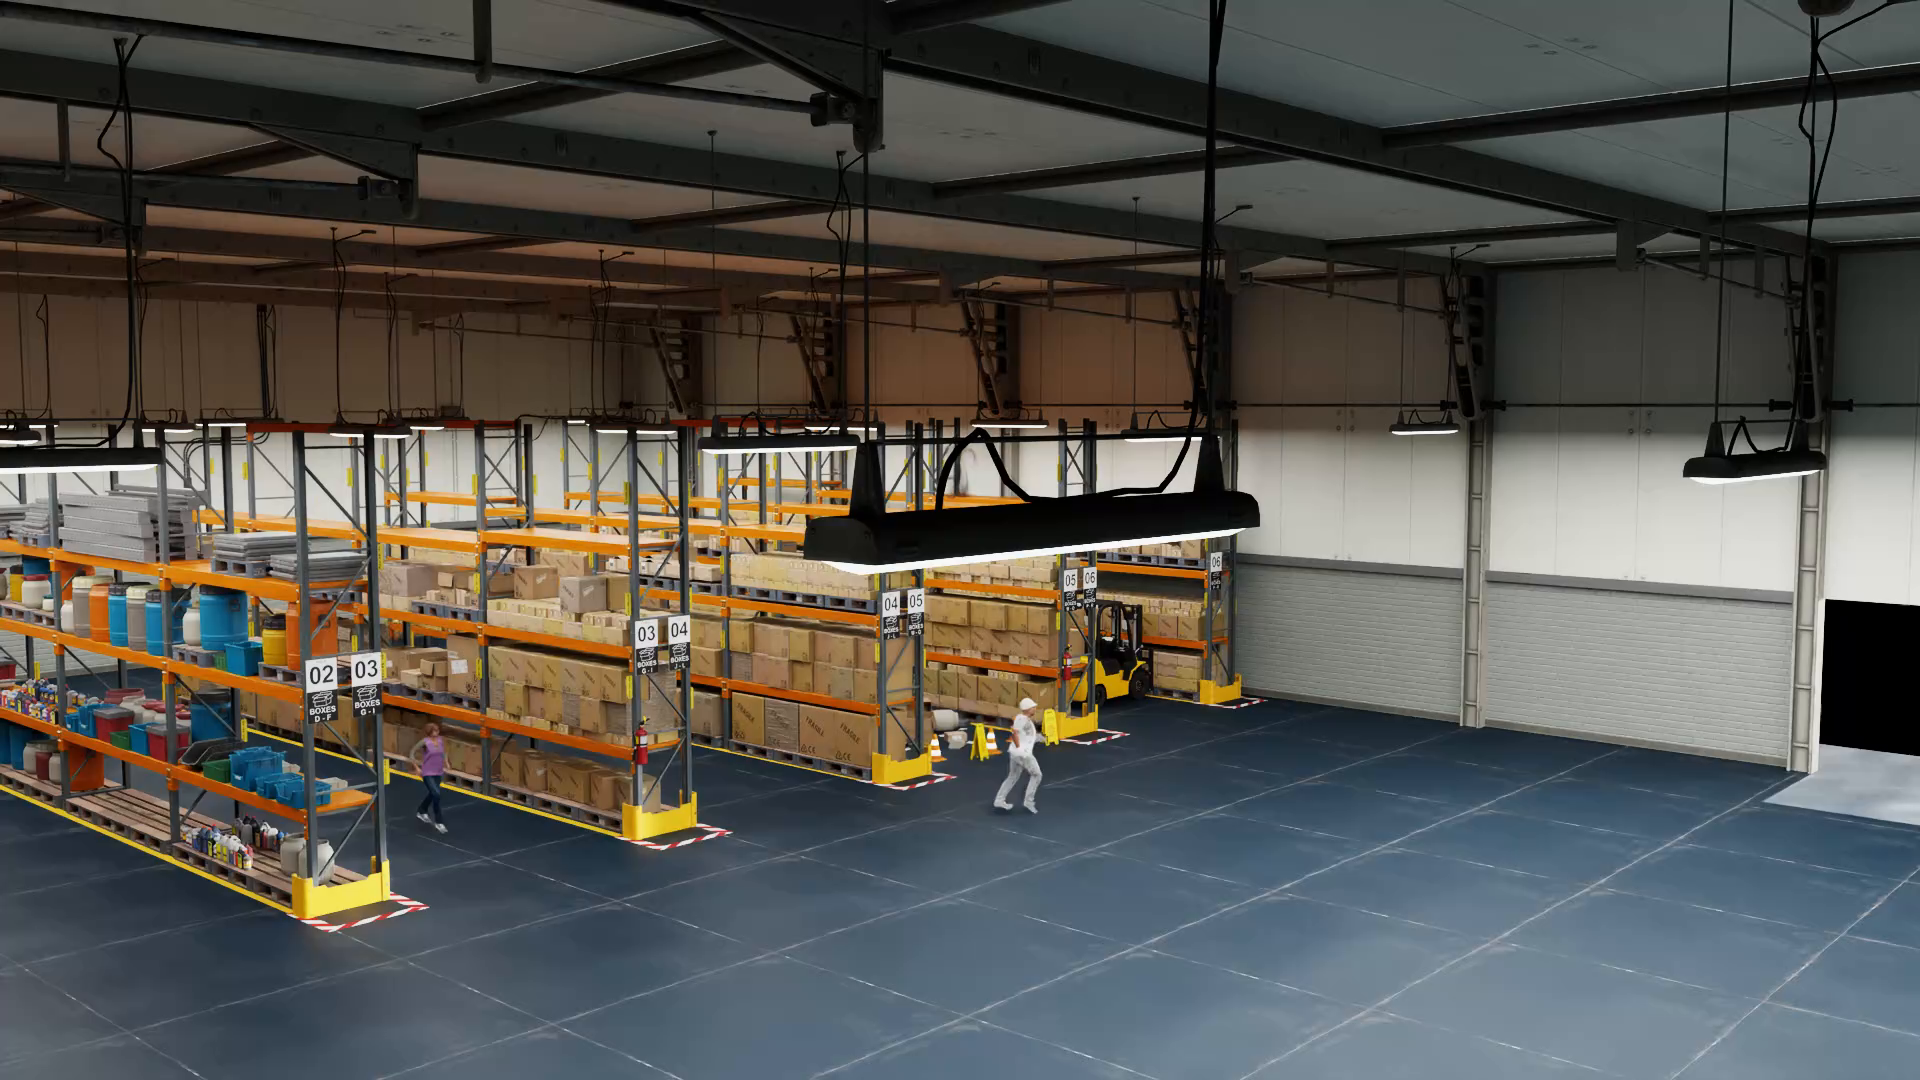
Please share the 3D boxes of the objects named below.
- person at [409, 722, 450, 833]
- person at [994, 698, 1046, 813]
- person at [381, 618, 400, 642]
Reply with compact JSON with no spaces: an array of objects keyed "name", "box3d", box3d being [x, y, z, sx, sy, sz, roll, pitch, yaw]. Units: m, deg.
[{"name":"person","box3d":[-7.889,3.523,24.774,0.732,1.641,0.542,3,5,32]},{"name":"person","box3d":[0.964,3.361,25.790,0.871,1.827,0.610,-1,5,-16]},{"name":"person","box3d":[-13.531,2.311,39.487,0.577,1.613,0.573,4,6,44]}]
